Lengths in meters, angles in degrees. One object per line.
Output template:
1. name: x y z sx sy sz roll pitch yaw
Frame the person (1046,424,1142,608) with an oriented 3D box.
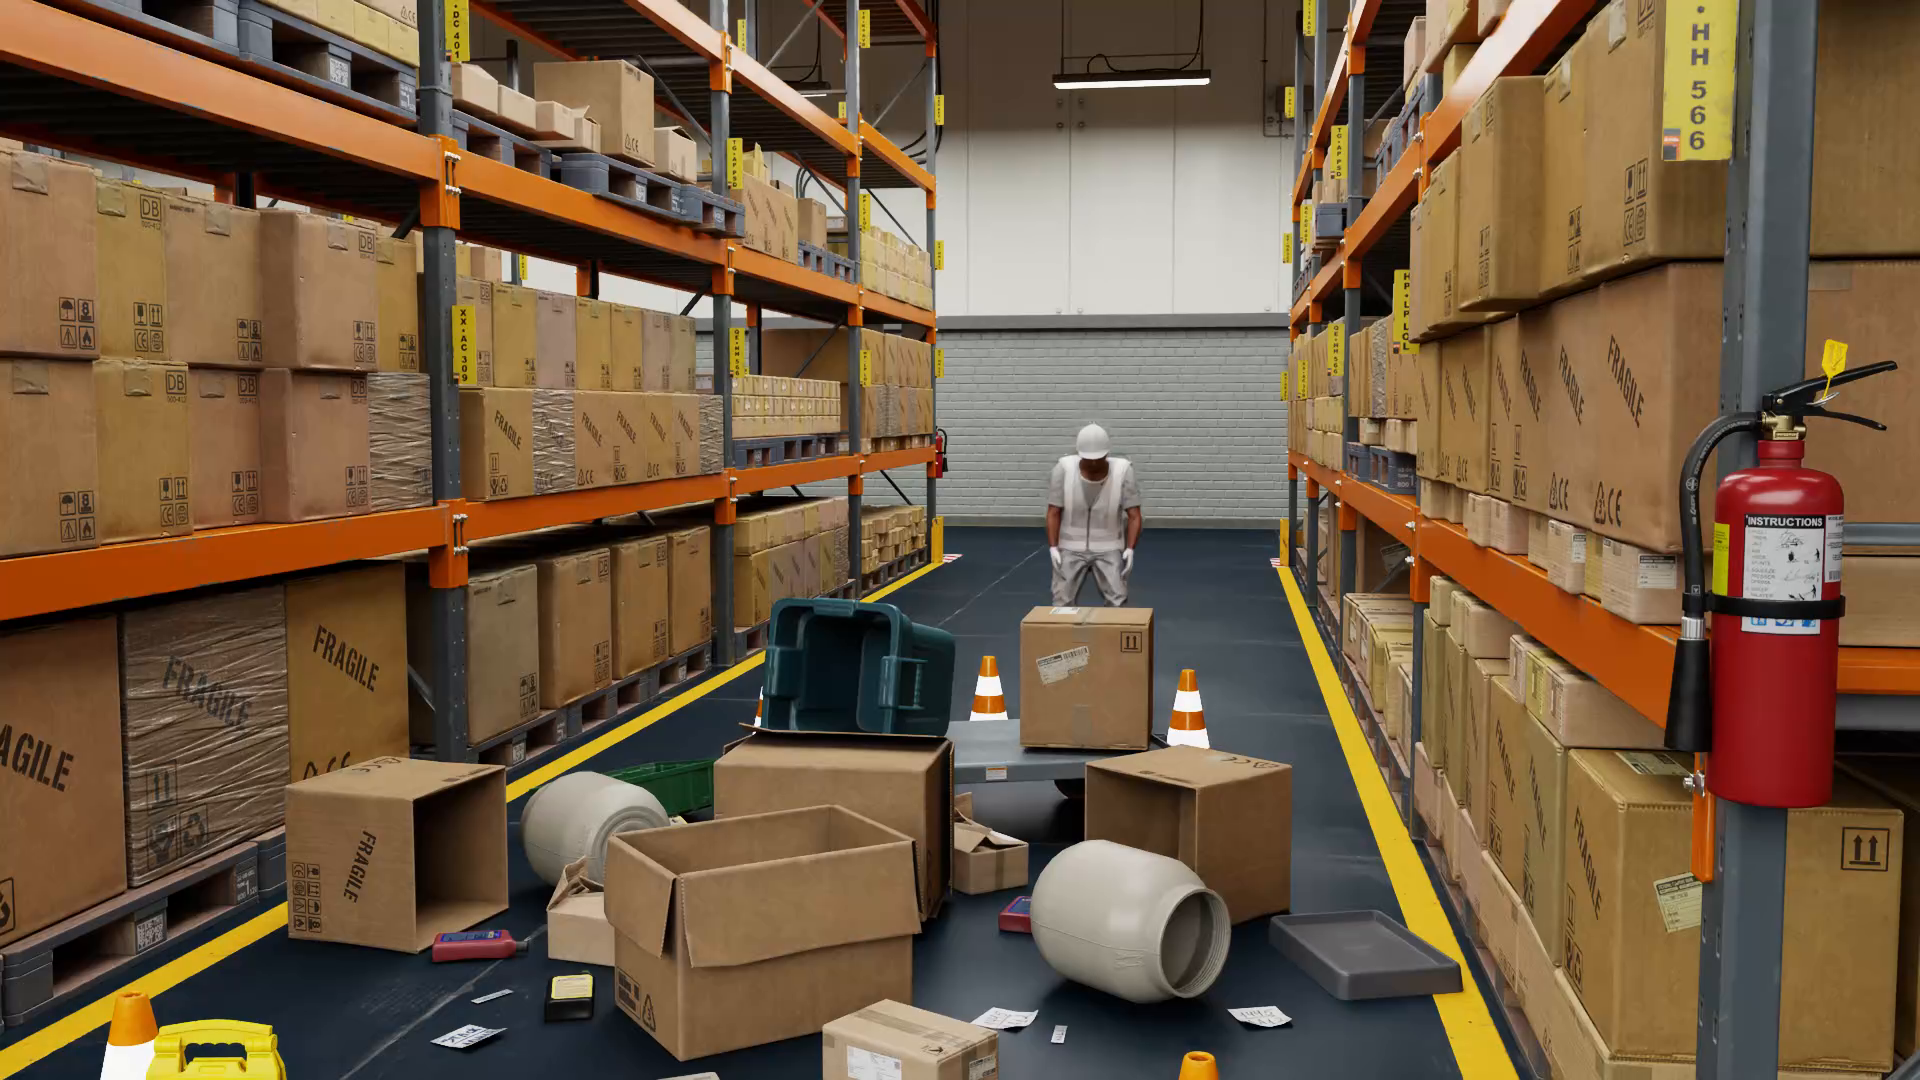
1. person: 0.838 0.087 10.379 0.598 1.624 0.606 1 4 10
